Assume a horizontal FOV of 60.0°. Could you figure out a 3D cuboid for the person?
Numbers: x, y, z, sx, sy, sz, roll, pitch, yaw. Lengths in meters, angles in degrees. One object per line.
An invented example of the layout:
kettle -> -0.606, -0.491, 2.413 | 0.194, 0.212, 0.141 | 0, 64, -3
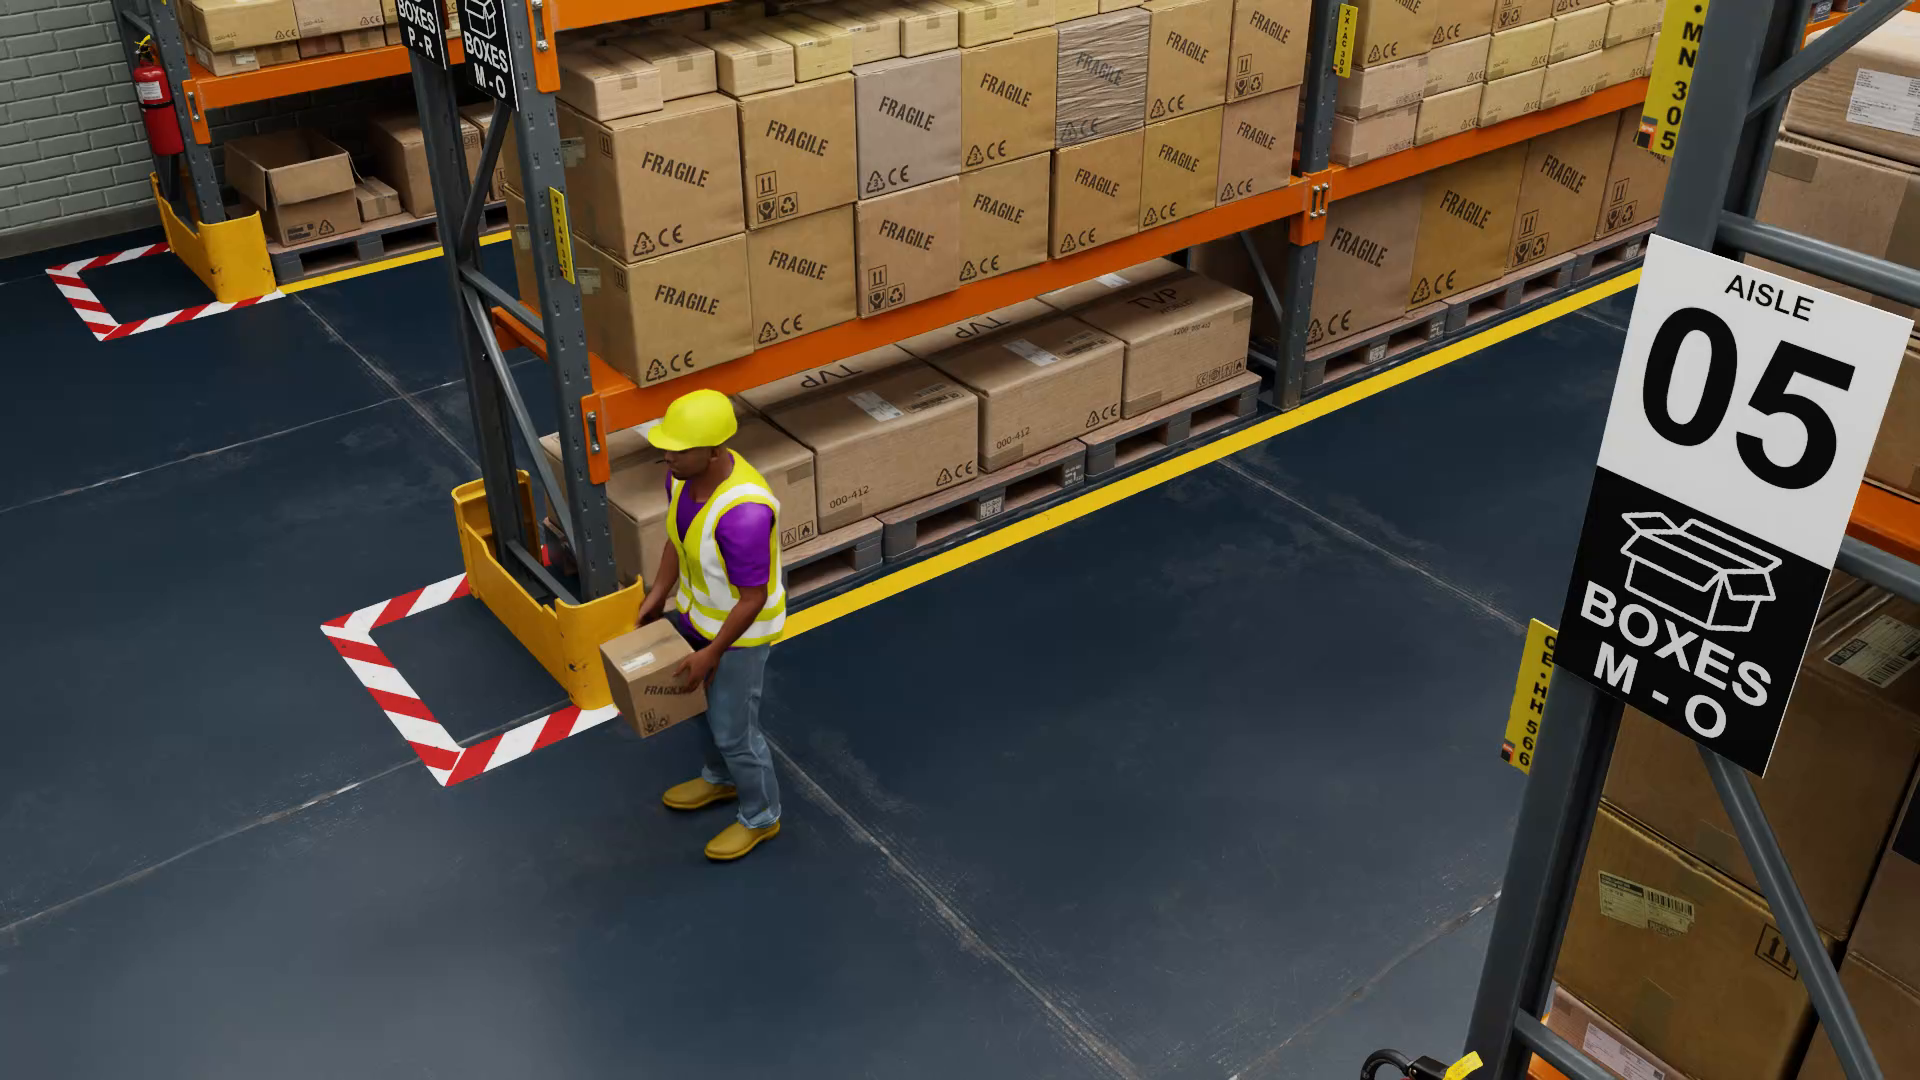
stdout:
person -> -0.832, 0.290, 5.649 | 0.458, 1.767, 0.575 | -19, 37, -27
